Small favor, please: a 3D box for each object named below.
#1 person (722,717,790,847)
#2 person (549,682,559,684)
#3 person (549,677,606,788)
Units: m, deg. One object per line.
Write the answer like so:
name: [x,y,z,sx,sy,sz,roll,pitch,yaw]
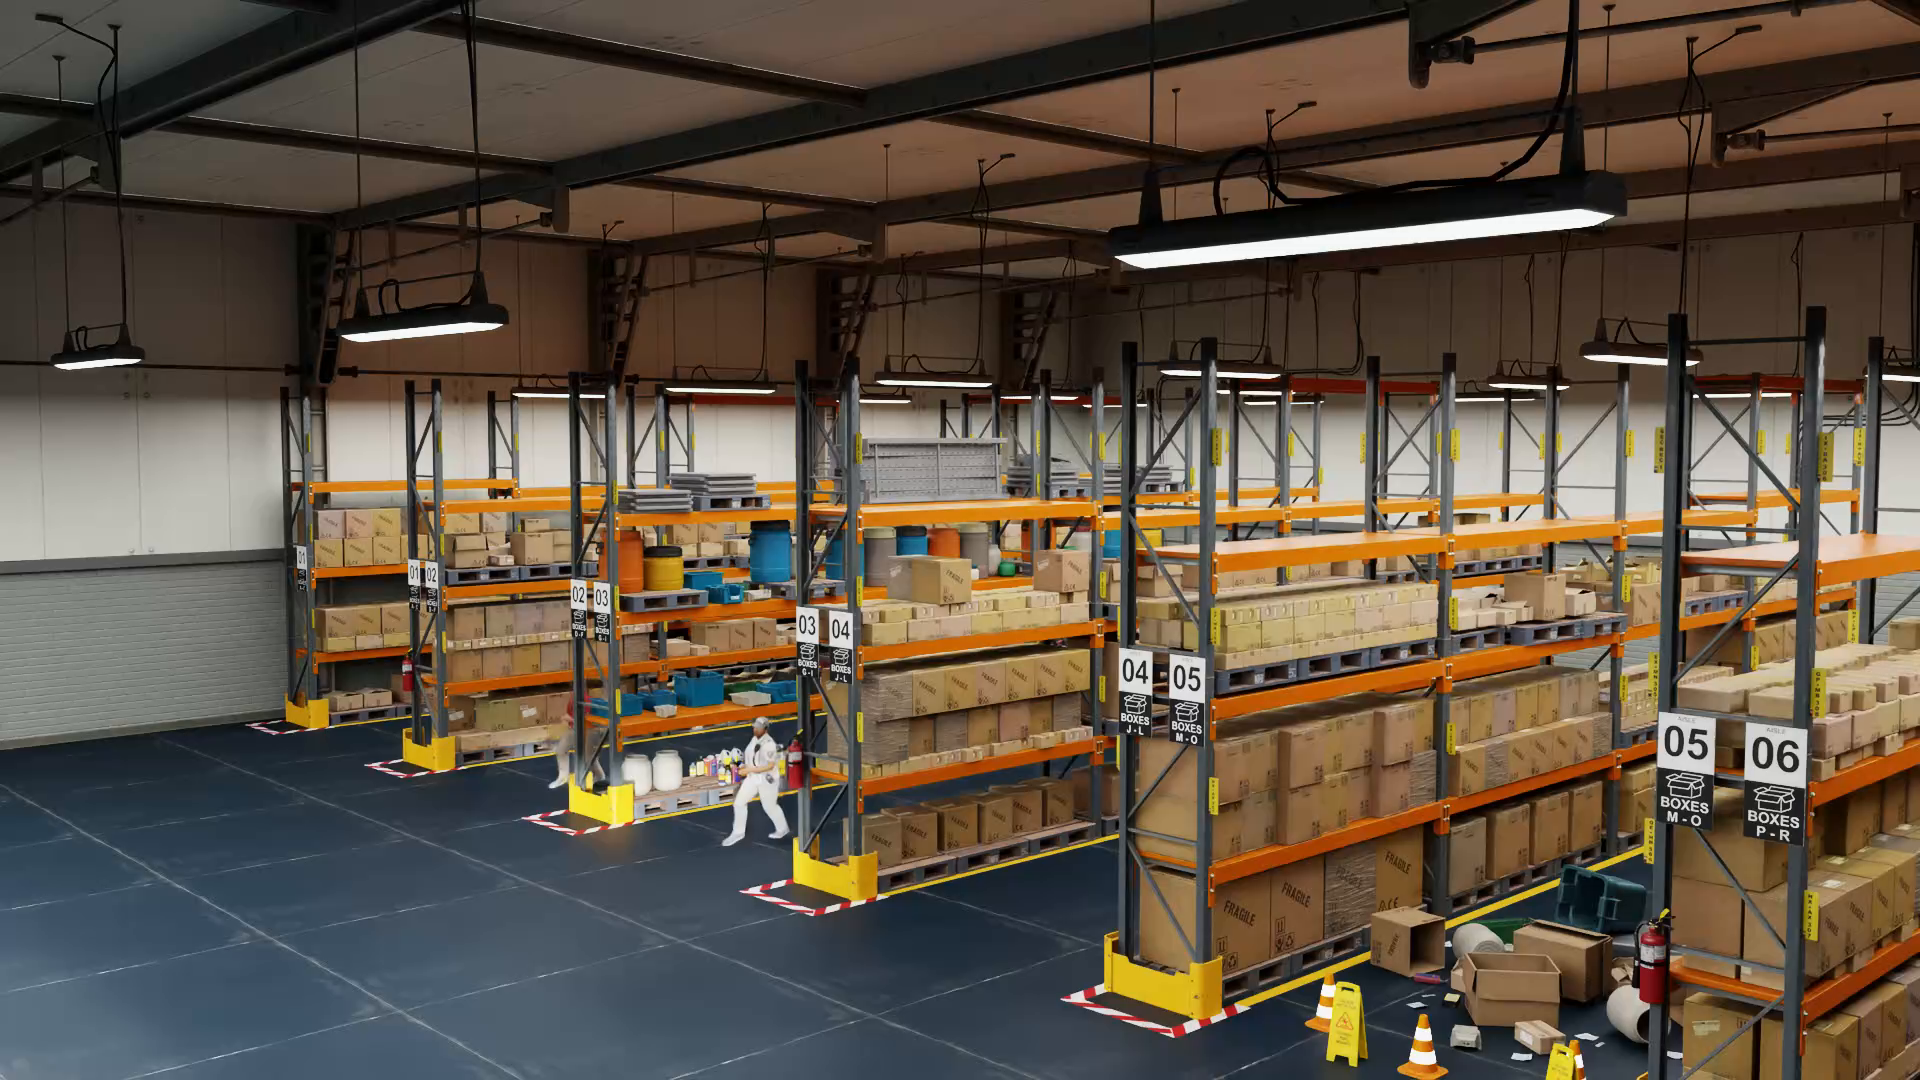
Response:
person: [-2.463,3.001,20.778,0.841,1.645,0.677,-3,5,-42]
person: [-7.177,2.450,29.073,0.655,1.741,0.985,2,4,33]
person: [-5.468,2.787,24.158,0.747,1.692,0.845,-3,5,-38]
